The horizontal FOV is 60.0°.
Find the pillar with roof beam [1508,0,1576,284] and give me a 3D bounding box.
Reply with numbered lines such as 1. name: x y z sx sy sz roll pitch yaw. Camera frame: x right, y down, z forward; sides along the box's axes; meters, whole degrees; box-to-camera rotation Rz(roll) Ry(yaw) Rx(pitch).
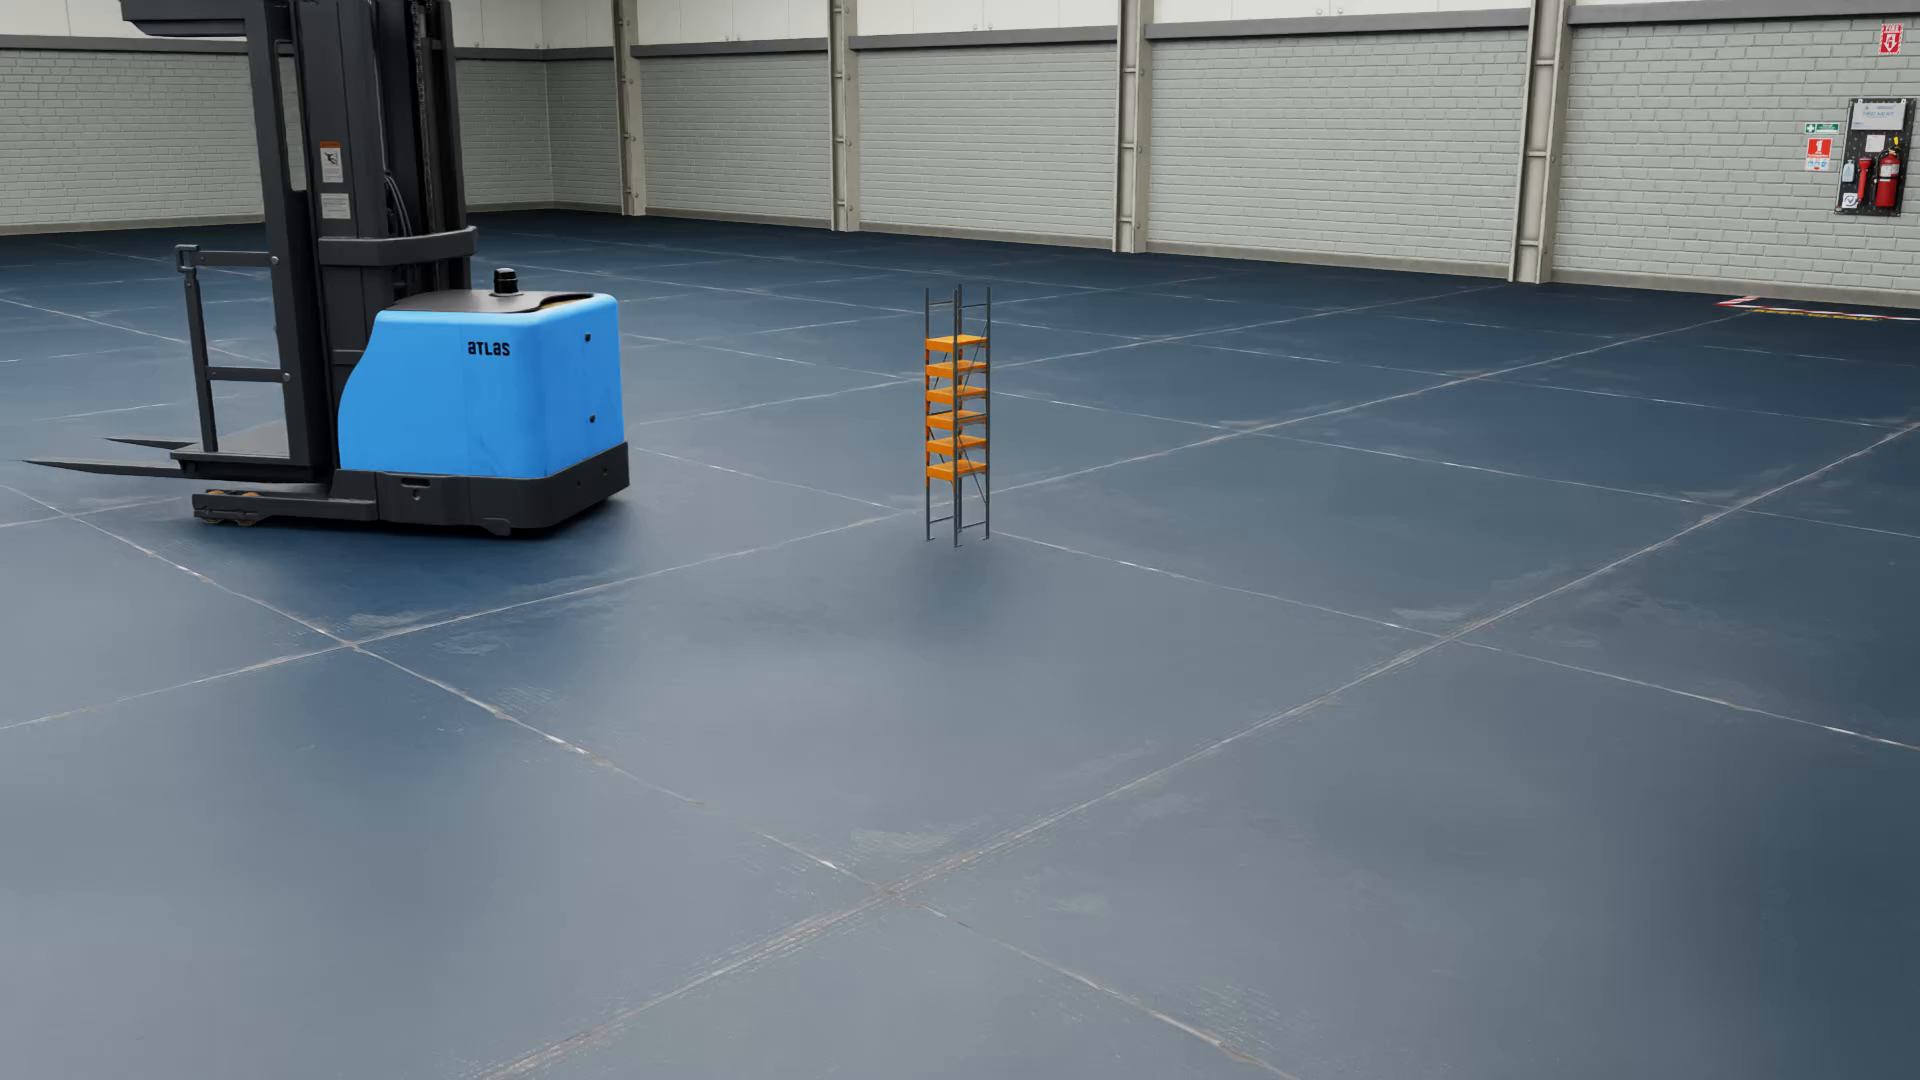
1. pillar with roof beam: 3.749 -6.633 15.540 0.400 9.000 9.100 14 20 42

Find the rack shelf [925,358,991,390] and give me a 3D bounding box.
1. rack shelf: -0.010 -0.772 7.741 0.180 0.103 0.258 14 20 42

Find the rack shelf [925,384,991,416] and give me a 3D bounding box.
1. rack shelf: -0.010 -0.656 7.771 0.180 0.103 0.258 14 20 42

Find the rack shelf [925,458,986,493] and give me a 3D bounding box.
1. rack shelf: -0.010 -0.308 7.862 0.180 0.103 0.258 14 20 42

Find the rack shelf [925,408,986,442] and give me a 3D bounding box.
1. rack shelf: -0.010 -0.540 7.802 0.180 0.103 0.258 14 20 42

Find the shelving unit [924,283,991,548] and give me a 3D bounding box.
1. shelving unit: -0.010 -0.583 7.791 0.189 1.200 0.258 14 20 42

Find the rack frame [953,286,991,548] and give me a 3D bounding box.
1. rack frame: 0.055 -0.567 7.729 0.006 1.200 0.240 14 20 42

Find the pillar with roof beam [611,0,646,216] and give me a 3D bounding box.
1. pillar with roof beam: -9.208 -9.783 27.630 0.400 9.000 9.100 14 20 42

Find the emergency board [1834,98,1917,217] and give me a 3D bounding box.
1. emergency board: 9.304 -3.900 16.952 0.643 1.169 0.194 14 20 42

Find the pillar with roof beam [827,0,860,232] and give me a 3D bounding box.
1. pillar with roof beam: -4.889 -8.733 23.600 0.400 9.000 9.100 14 20 42

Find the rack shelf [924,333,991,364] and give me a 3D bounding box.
1. rack shelf: -0.010 -0.889 7.711 0.180 0.103 0.258 14 20 42

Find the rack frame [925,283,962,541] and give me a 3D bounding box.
1. rack frame: -0.076 -0.599 7.852 0.006 1.200 0.240 14 20 42

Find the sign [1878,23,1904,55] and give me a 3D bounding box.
1. sign: 9.367 -5.041 16.734 0.199 0.298 0.001 14 20 42

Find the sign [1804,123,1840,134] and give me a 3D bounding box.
1. sign: 8.975 -4.287 17.314 0.331 0.109 0.001 14 20 42

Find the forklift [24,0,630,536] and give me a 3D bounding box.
1. forklift: -3.310 -1.611 8.301 3.031 2.935 1.130 3 15 13

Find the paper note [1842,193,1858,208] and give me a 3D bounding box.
1. paper note: 9.225 -3.517 17.230 0.142 0.148 0.016 14 20 42

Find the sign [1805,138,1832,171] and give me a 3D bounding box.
1. sign: 8.978 -4.033 17.390 0.234 0.329 0.001 14 20 42

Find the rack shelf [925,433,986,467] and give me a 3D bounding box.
1. rack shelf: -0.010 -0.424 7.832 0.180 0.103 0.258 14 20 42

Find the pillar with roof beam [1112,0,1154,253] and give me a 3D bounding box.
1. pillar with roof beam: -0.570 -7.683 19.570 0.400 9.000 9.100 14 20 42
